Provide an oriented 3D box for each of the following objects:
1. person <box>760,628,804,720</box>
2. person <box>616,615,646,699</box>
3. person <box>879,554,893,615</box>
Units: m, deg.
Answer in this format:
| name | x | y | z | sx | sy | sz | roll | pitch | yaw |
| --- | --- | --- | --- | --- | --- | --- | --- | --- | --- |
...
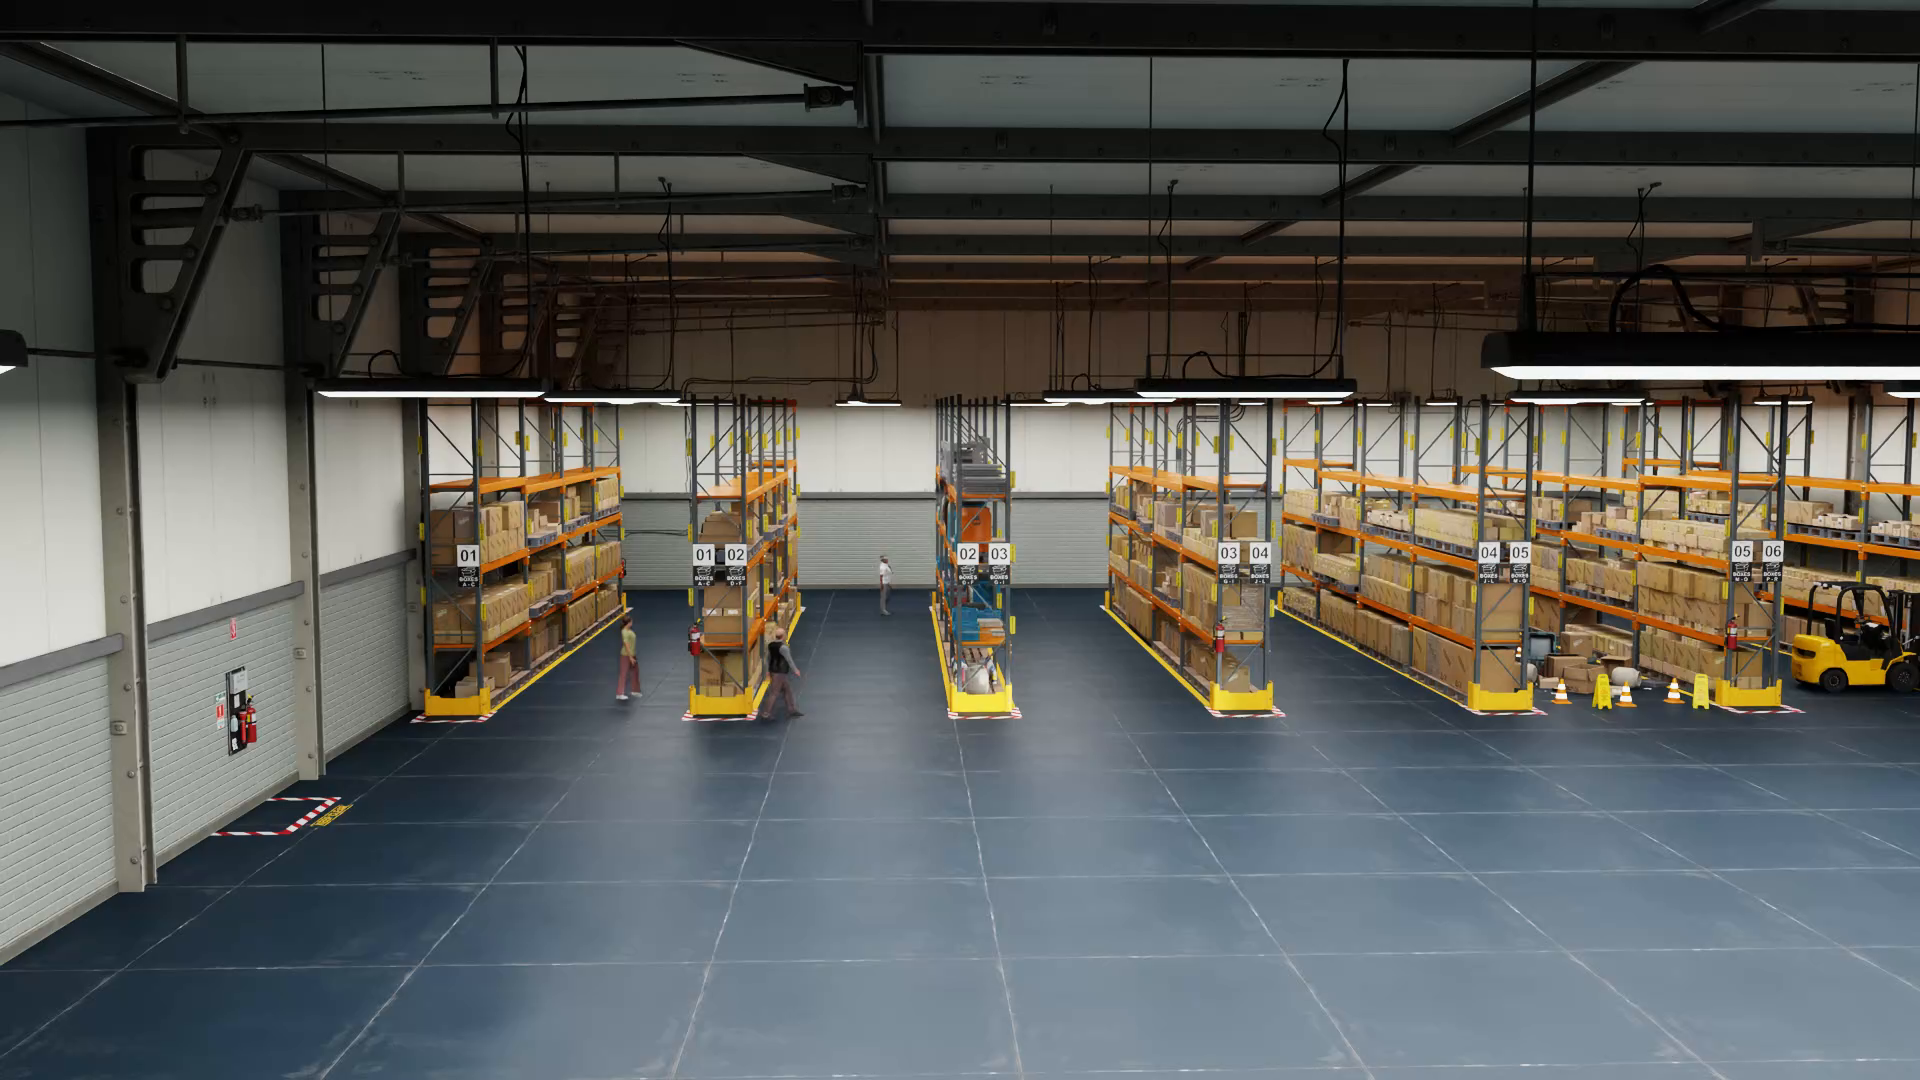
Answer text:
| name | x | y | z | sx | sy | sz | roll | pitch | yaw |
| --- | --- | --- | --- | --- | --- | --- | --- | --- | --- |
| person | -3.244 | 2.461 | 30.517 | 0.889 | 1.702 | 0.505 | -2 | 5 | -21 |
| person | -6.535 | 2.321 | 32.880 | 0.482 | 1.708 | 0.601 | 0 | 5 | 6 |
| person | -2.096 | 1.229 | 46.391 | 0.385 | 1.691 | 0.508 | 1 | 5 | 18 |
